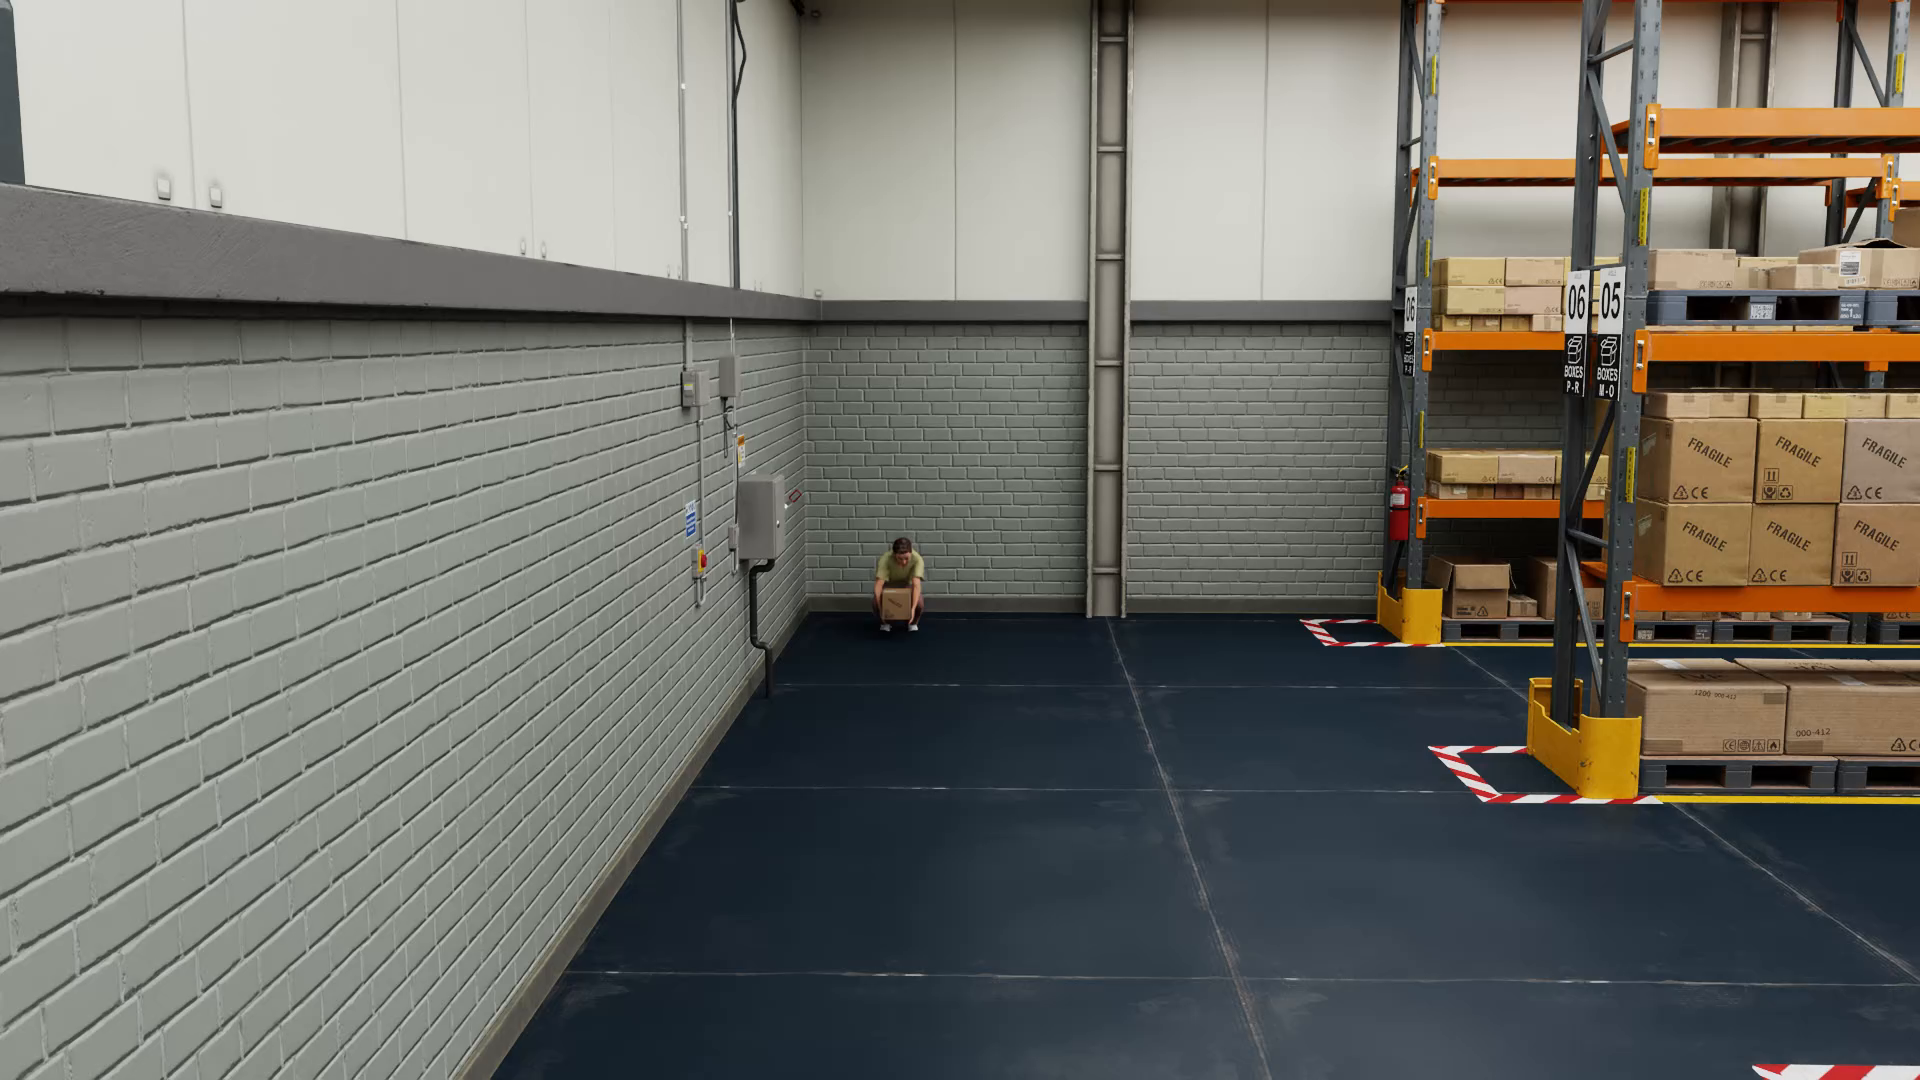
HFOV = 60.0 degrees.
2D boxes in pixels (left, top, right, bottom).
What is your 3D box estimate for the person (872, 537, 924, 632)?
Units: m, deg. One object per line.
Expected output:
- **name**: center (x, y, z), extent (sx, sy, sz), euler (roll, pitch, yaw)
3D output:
- **person**: center (-0.571, 0.411, 15.537), extent (0.479, 0.931, 0.803), euler (0, 7, 1)
